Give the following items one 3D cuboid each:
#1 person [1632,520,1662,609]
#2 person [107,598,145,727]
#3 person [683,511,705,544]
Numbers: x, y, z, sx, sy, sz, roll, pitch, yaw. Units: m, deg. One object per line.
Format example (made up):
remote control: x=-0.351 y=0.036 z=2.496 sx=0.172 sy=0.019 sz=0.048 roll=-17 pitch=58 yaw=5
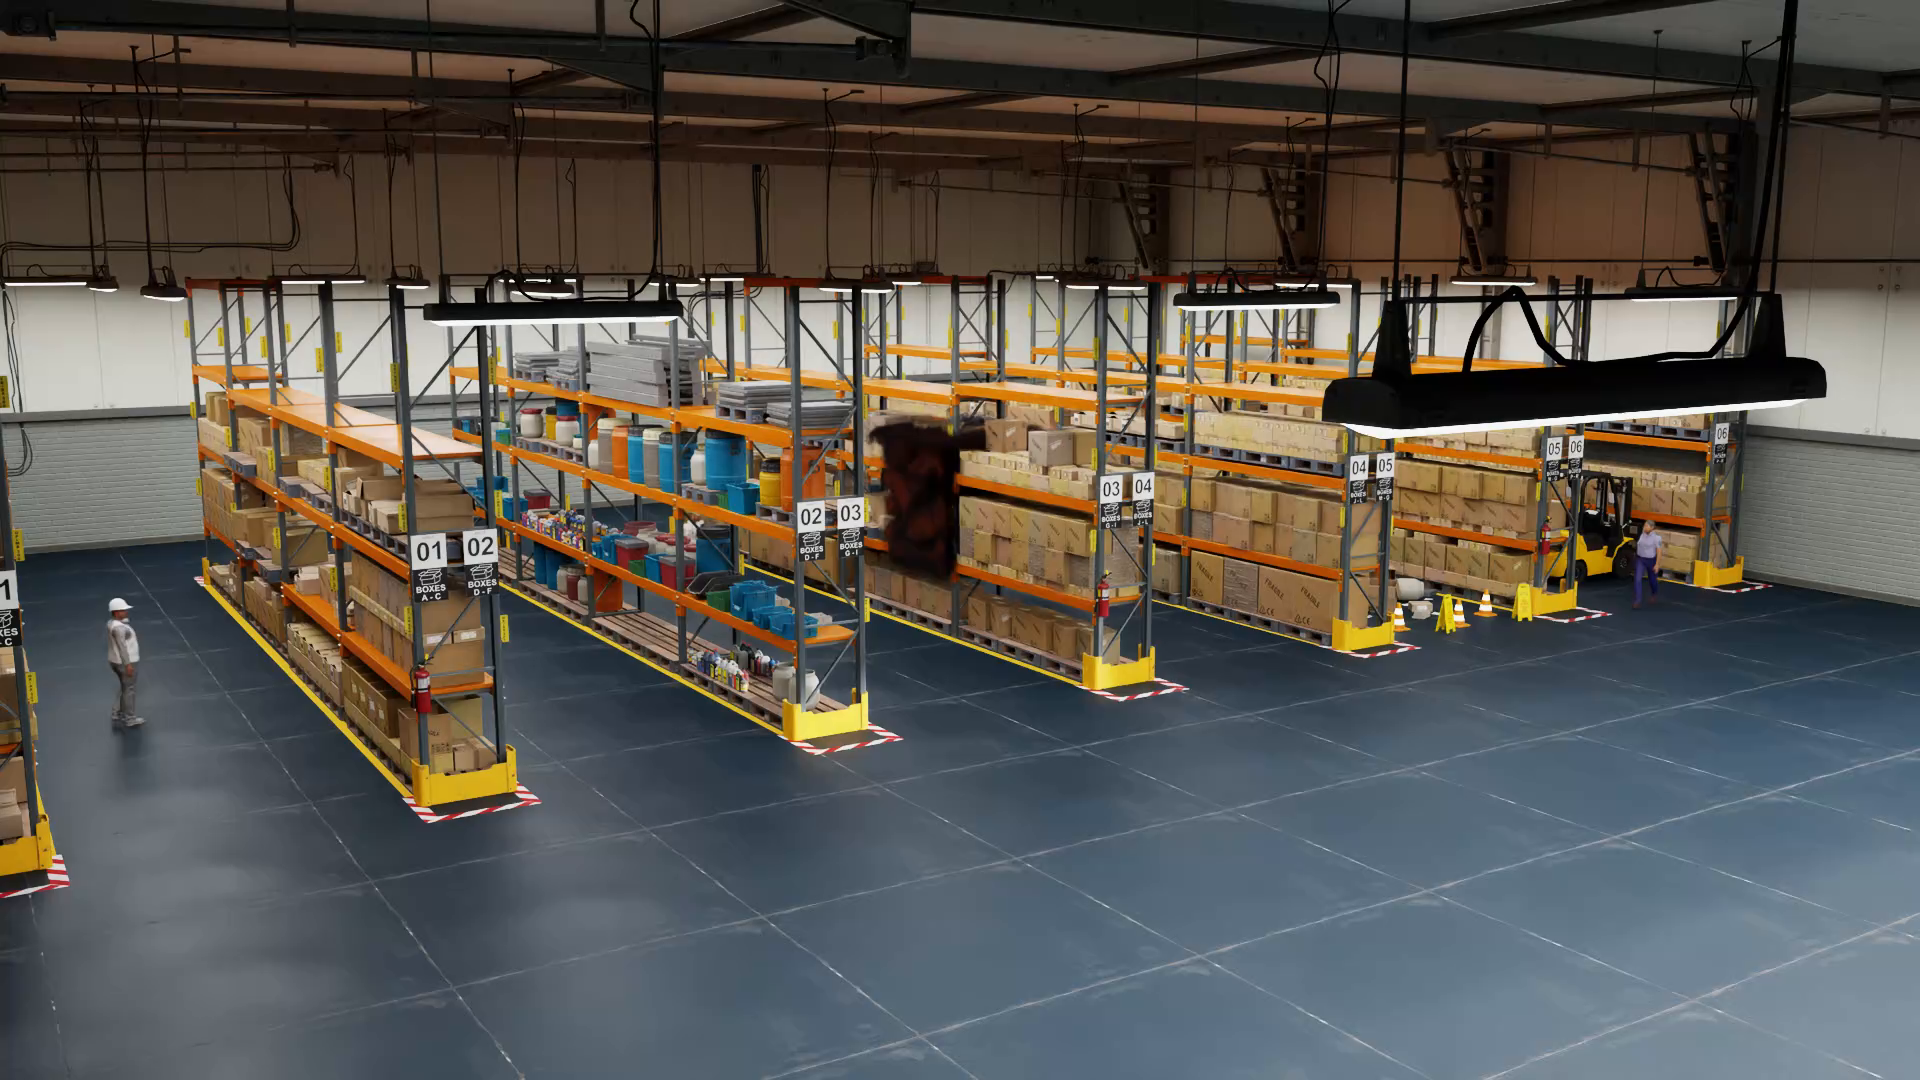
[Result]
person: x=12.642 y=0.428 z=30.561 sx=0.472 sy=1.600 sz=0.836 roll=5 pitch=11 yaw=30
person: x=-11.433 y=1.662 z=22.749 sx=0.547 sy=1.777 sz=0.398 roll=8 pitch=12 yaw=38
person: x=-5.092 y=0.176 z=32.065 sx=0.520 sy=1.616 sz=0.907 roll=-7 pitch=12 yaw=-37
